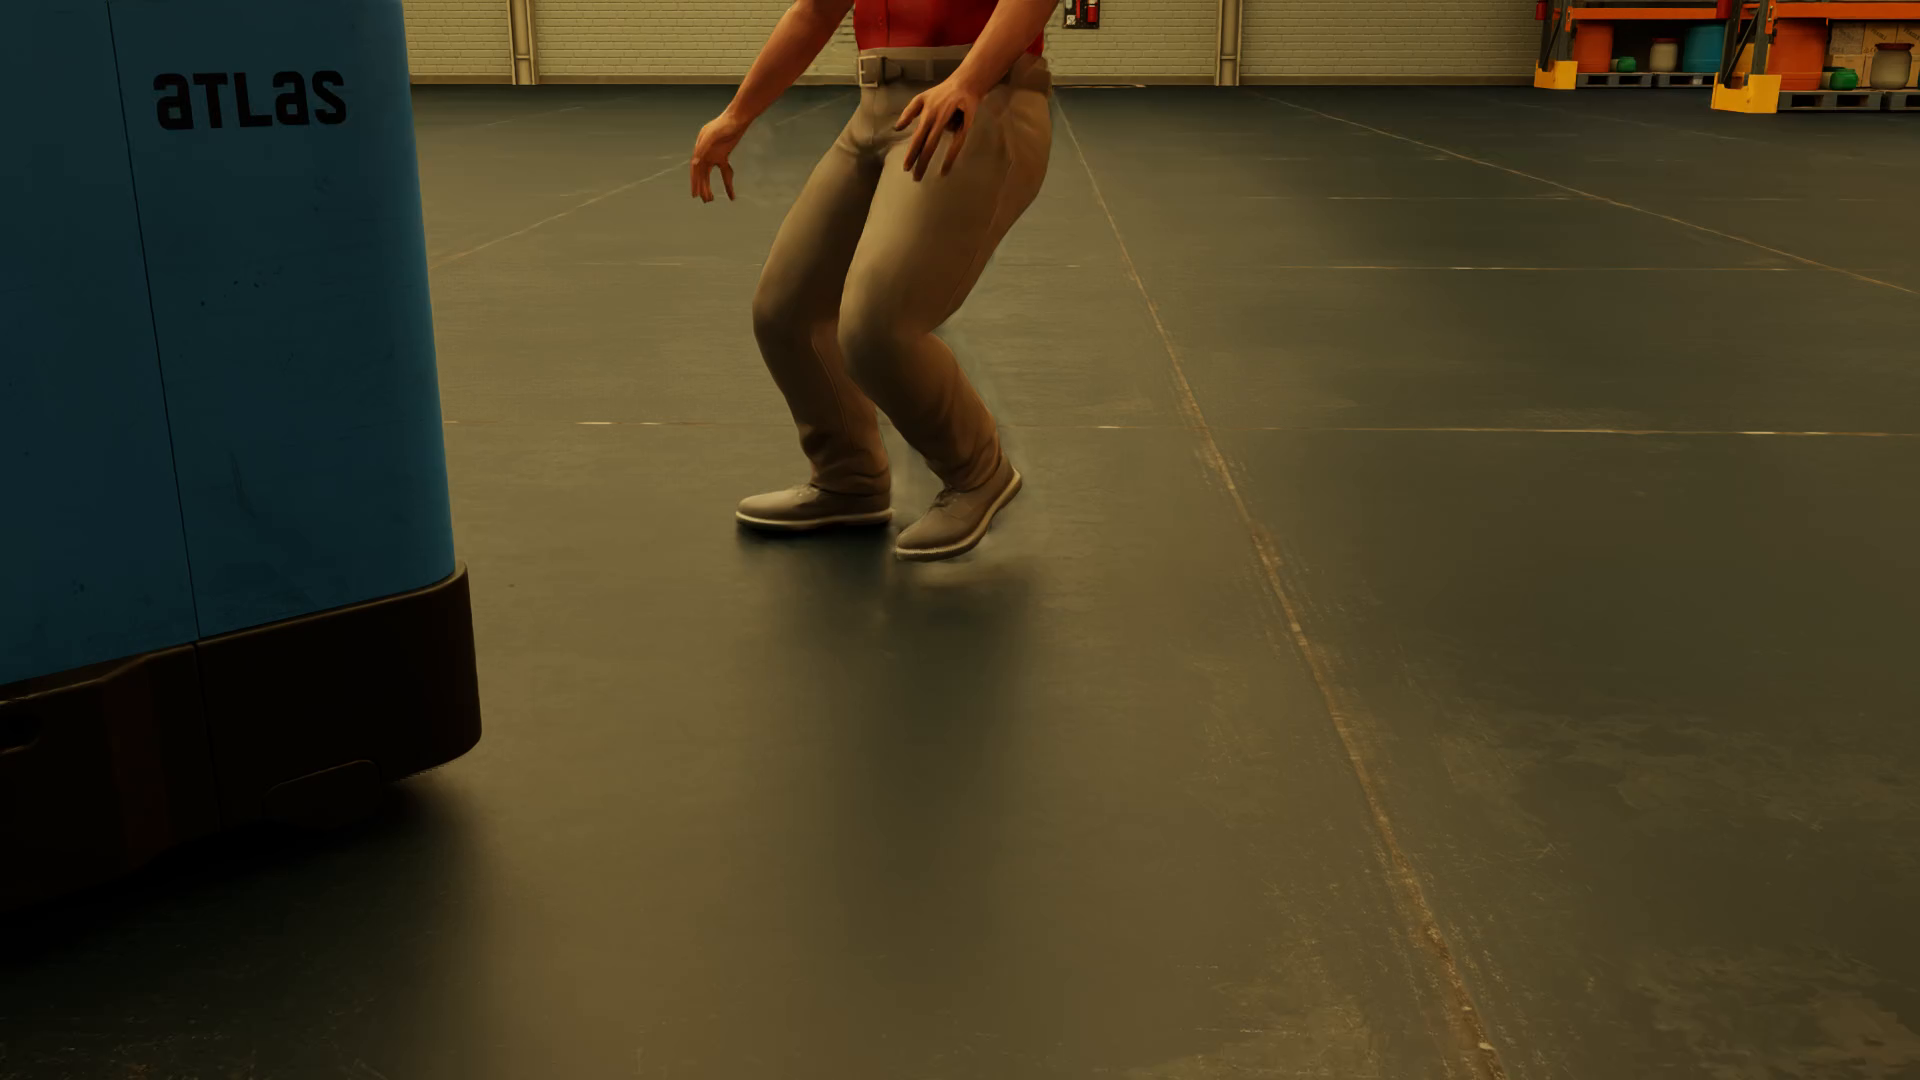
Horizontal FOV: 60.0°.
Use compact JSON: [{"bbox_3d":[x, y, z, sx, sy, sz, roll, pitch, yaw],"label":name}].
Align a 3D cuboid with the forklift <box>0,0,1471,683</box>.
[{"bbox_3d":[-0.618,-1.350,2.776,3.031,2.935,1.130,-7,19,-21],"label":"forklift"}]
